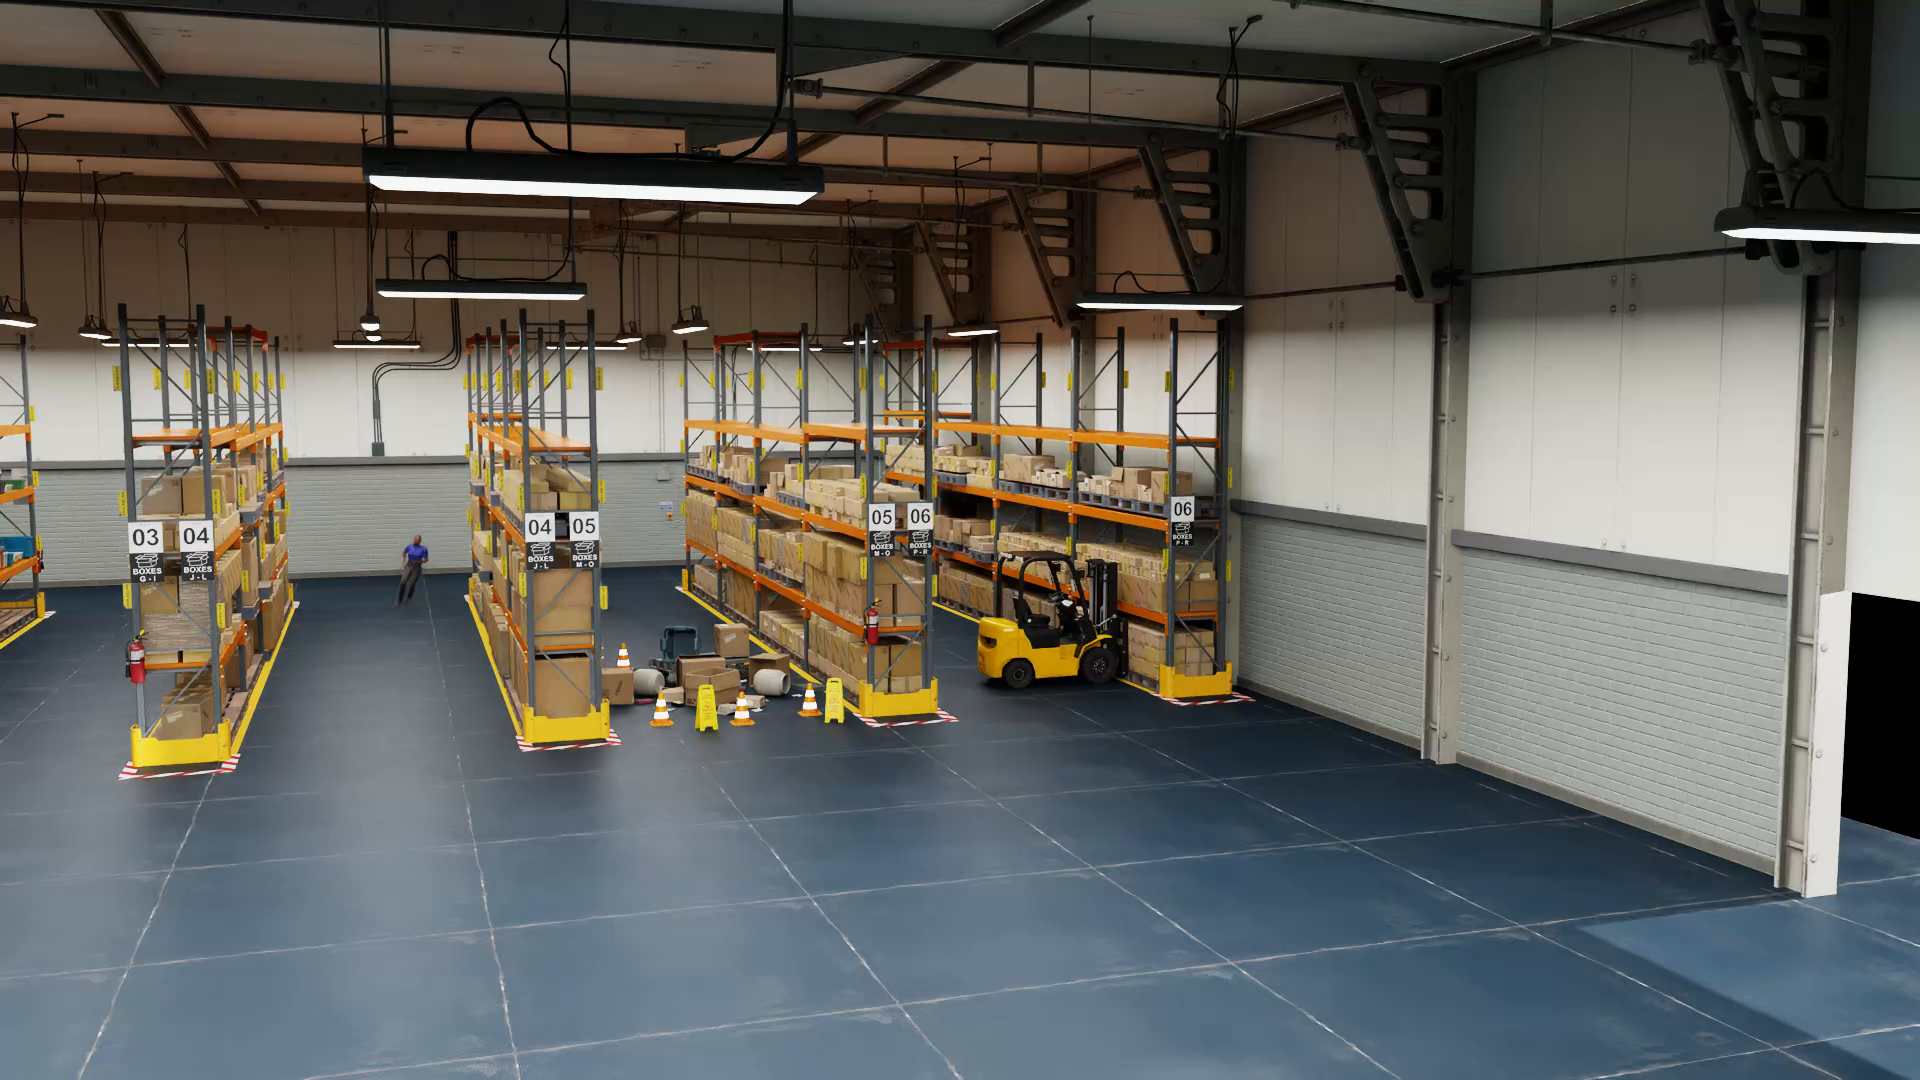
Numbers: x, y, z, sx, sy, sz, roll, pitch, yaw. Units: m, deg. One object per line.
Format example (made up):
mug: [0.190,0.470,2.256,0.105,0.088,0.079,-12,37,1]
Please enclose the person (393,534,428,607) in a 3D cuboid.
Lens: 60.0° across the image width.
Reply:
person: [-12.331,0.674,37.410,0.749,1.616,0.731,-1,5,-7]
